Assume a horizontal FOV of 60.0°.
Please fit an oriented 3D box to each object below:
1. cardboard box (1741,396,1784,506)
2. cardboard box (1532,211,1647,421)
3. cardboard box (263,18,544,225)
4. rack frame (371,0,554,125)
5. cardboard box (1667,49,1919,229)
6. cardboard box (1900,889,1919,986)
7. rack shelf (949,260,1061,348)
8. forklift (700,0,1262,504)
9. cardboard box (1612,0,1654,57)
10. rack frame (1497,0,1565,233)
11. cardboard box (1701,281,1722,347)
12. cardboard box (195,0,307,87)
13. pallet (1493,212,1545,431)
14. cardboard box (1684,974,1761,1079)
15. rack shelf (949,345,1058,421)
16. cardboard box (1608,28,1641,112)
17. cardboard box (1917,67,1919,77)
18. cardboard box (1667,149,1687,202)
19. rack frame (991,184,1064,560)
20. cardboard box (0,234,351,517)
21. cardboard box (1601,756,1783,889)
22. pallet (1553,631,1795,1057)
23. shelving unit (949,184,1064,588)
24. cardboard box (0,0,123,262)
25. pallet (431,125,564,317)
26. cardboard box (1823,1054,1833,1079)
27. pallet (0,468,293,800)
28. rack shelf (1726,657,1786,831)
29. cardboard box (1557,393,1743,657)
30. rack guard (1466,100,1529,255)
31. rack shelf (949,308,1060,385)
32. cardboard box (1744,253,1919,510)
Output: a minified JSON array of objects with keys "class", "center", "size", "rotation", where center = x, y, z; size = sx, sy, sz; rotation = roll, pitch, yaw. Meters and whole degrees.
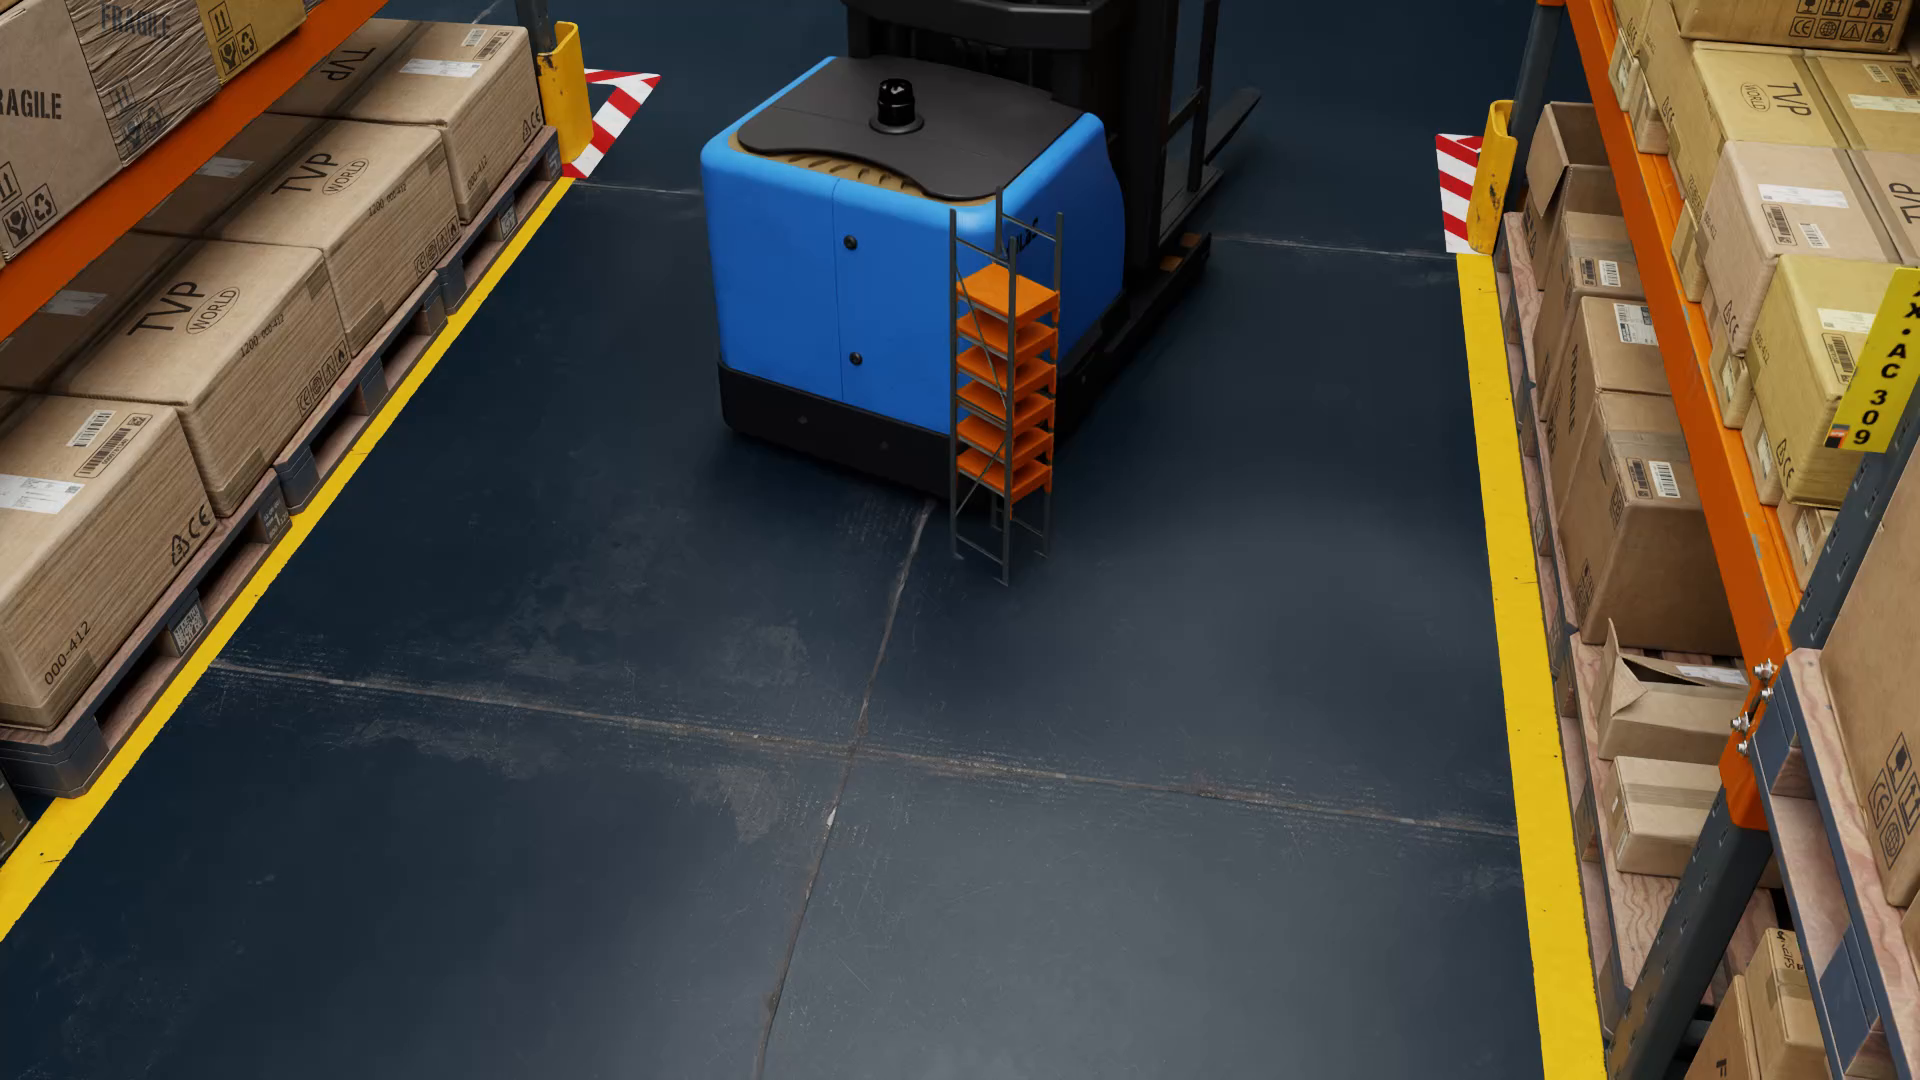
[{"class":"cardboard box","center":[1.792,-0.178,3.308],"size":[0.380,0.149,0.250],"rotation":[7,40,9]},{"class":"cardboard box","center":[2.269,-0.684,5.355],"size":[0.700,0.500,0.500],"rotation":[8,40,9]},{"class":"cardboard box","center":[-2.251,-1.685,6.616],"size":[0.875,0.438,0.875],"rotation":[5,40,6]},{"class":"rack frame","center":[-2.235,-2.936,6.447],"size":[1.000,3.000,0.127],"rotation":[6,40,8]},{"class":"cardboard box","center":[1.981,-0.912,3.883],"size":[0.500,0.250,0.500],"rotation":[6,40,7]},{"class":"cardboard box","center":[1.568,0.523,1.856],"size":[0.700,0.500,0.500],"rotation":[7,40,8]},{"class":"rack shelf","center":[0.124,-0.656,4.607],"size":[0.258,0.103,0.180],"rotation":[31,49,32]},{"class":"forklift","center":[0.324,-2.173,5.578],"size":[1.130,2.935,3.031],"rotation":[18,43,21]},{"class":"cardboard box","center":[2.139,-1.558,4.665],"size":[0.500,0.250,0.500],"rotation":[6,40,7]},{"class":"rack frame","center":[2.654,-2.391,5.788],"size":[1.000,3.000,0.127],"rotation":[6,40,8]},{"class":"cardboard box","center":[1.885,-0.505,3.704],"size":[0.380,0.149,0.250],"rotation":[7,40,9]},{"class":"cardboard box","center":[-2.316,-1.680,4.850],"size":[0.500,0.500,0.500],"rotation":[8,40,9]},{"class":"pallet","center":[2.504,-0.768,6.014],"size":[1.003,0.211,1.213],"rotation":[6,40,8]},{"class":"cardboard box","center":[1.657,1.199,3.077],"size":[0.500,0.500,0.500],"rotation":[8,40,10]},{"class":"rack shelf","center":[0.124,-0.471,4.760],"size":[0.258,0.103,0.180],"rotation":[31,49,32]},{"class":"cardboard box","center":[2.055,-1.315,4.684],"size":[0.380,0.149,0.250],"rotation":[5,40,6]},{"class":"cardboard box","center":[2.485,-0.858,3.818],"size":[0.500,0.250,0.500],"rotation":[7,40,9]},{"class":"cardboard box","center":[2.053,-0.978,4.277],"size":[0.380,0.149,0.250],"rotation":[6,40,8]},{"class":"rack frame","center":[0.187,-0.455,4.859],"size":[0.240,1.200,0.006],"rotation":[31,49,32]},{"class":"cardboard box","center":[-2.559,-0.544,5.235],"size":[0.875,0.438,0.875],"rotation":[5,40,6]},{"class":"cardboard box","center":[1.769,0.674,3.988],"size":[0.380,0.149,0.250],"rotation":[5,40,6]},{"class":"pallet","center":[2.082,0.763,4.162],"size":[1.003,0.211,1.213],"rotation":[6,40,8]},{"class":"shelving unit","center":[0.124,-0.413,4.808],"size":[0.258,1.200,0.189],"rotation":[31,49,32]},{"class":"cardboard box","center":[-2.497,-1.045,4.082],"size":[0.500,0.500,0.500],"rotation":[7,40,8]},{"class":"pallet","center":[-2.297,-1.351,6.718],"size":[1.003,0.211,1.213],"rotation":[6,40,8]},{"class":"cardboard box","center":[1.640,0.920,2.673],"size":[0.380,0.149,0.250],"rotation":[5,40,6]},{"class":"pallet","center":[-2.719,0.180,4.866],"size":[1.003,0.211,1.213],"rotation":[6,40,8]},{"class":"rack shelf","center":[1.616,1.652,1.463],"size":[1.077,0.370,4.000],"rotation":[6,40,8]},{"class":"cardboard box","center":[2.089,-0.033,4.567],"size":[0.700,0.500,0.500],"rotation":[5,40,6]},{"class":"rack guard","center":[2.641,-1.380,6.527],"size":[1.175,0.500,0.348],"rotation":[6,40,8]},{"class":"rack shelf","center":[0.124,-0.564,4.683],"size":[0.258,0.103,0.180],"rotation":[31,49,32]},{"class":"cardboard box","center":[1.810,-0.284,3.124],"size":[0.500,0.250,0.500],"rotation":[7,40,9]}]
